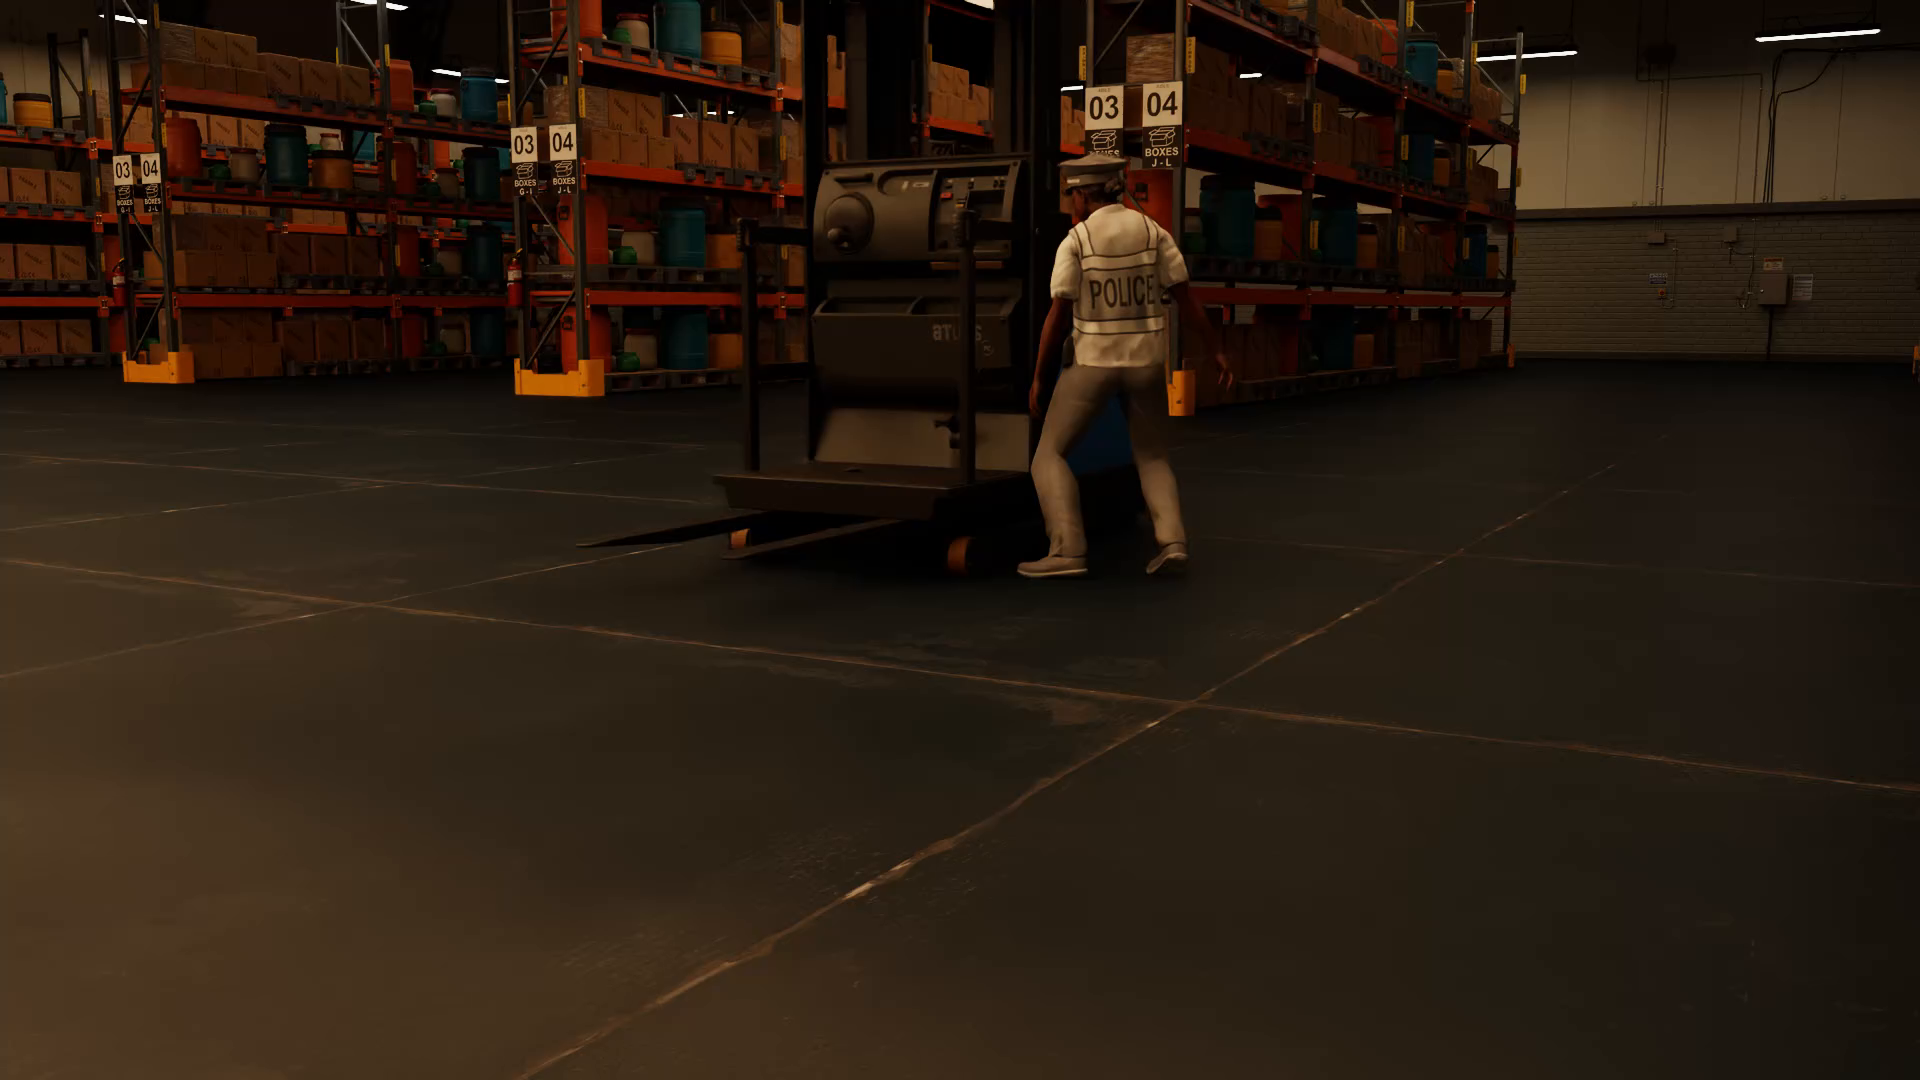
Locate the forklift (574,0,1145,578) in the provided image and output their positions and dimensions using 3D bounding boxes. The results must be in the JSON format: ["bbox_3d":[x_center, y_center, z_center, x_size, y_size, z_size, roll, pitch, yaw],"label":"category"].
[{"bbox_3d":[-0.281,-1.376,6.564,1.130,2.935,3.031,4,9,28],"label":"forklift"}]

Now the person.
[{"bbox_3d":[0.629,-0.649,6.267,0.818,1.592,0.466,-1,8,-10],"label":"person"}]
